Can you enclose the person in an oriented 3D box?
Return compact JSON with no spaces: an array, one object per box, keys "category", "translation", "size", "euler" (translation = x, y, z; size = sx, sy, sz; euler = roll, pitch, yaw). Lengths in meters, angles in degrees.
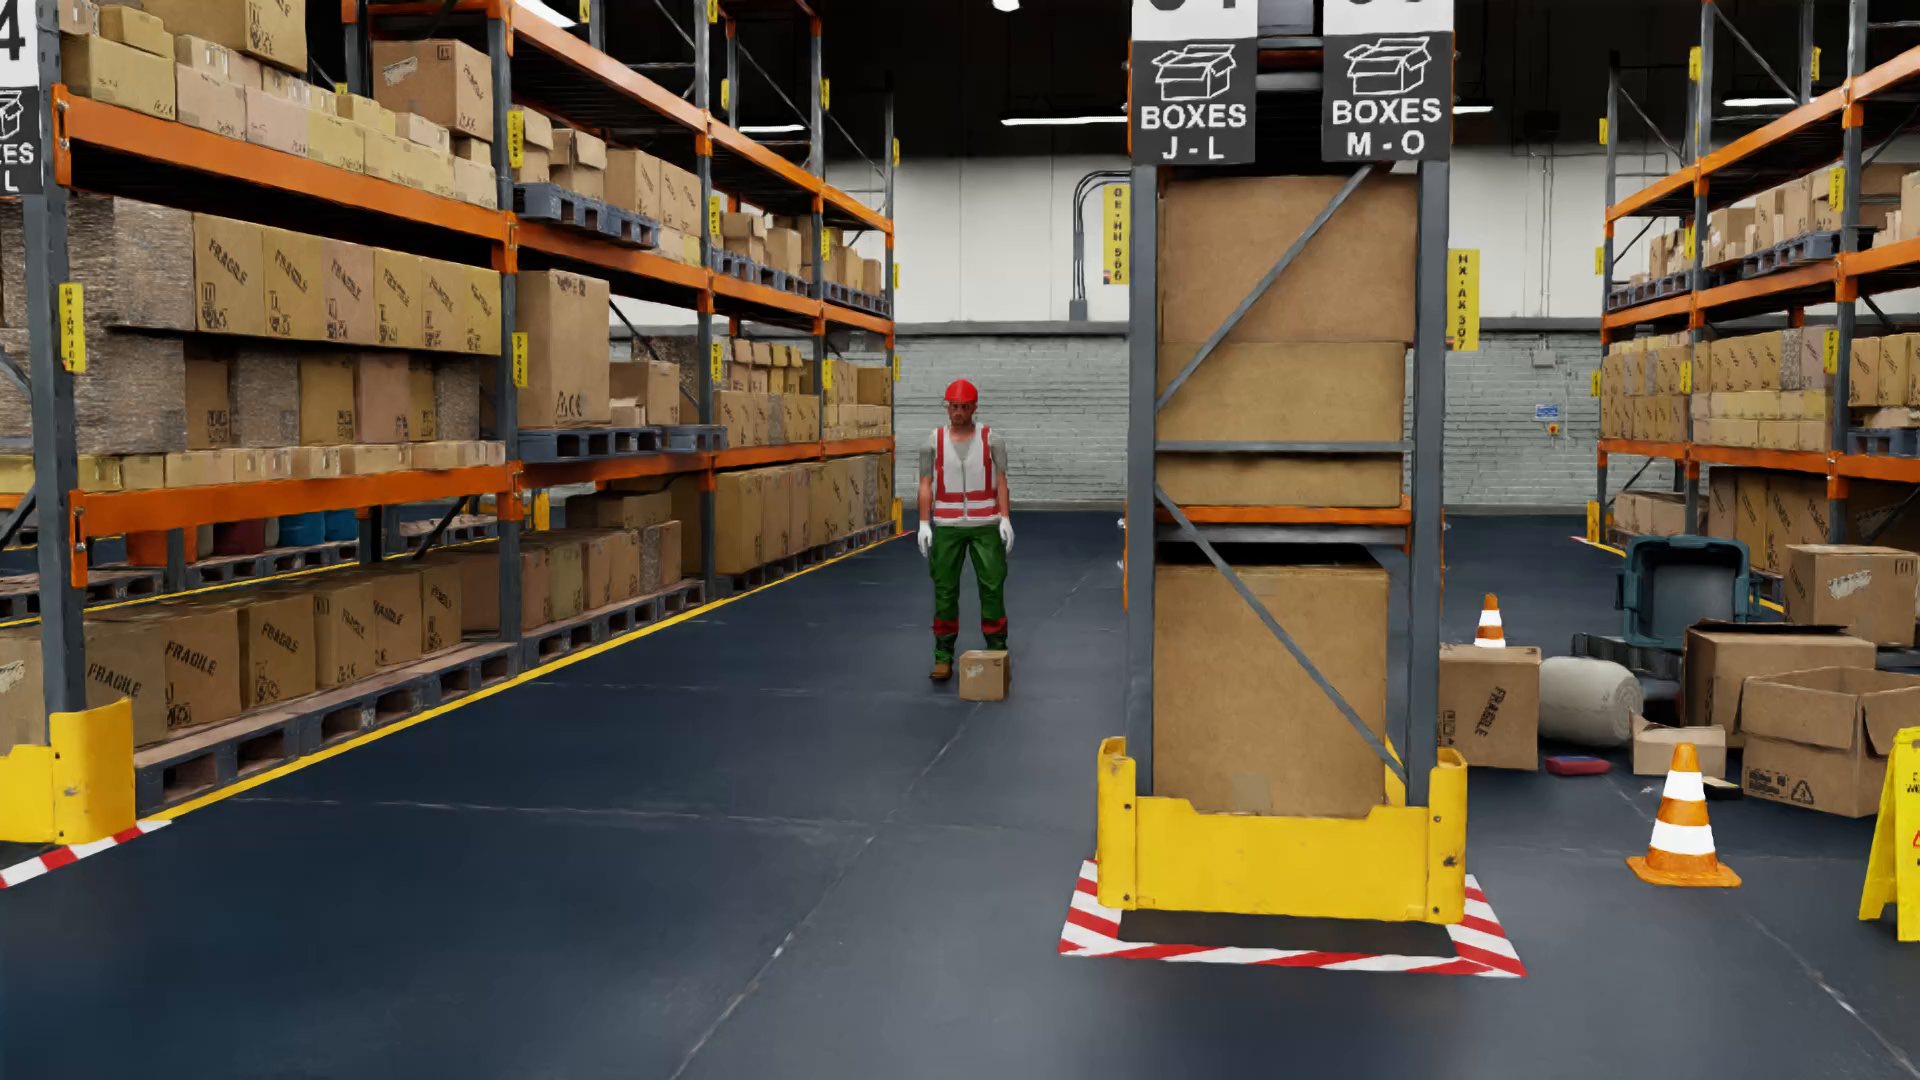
[{"category":"person","translation":[0.033,-0.064,9.950],"size":[0.591,1.796,0.405],"euler":[0,4,2]}]
